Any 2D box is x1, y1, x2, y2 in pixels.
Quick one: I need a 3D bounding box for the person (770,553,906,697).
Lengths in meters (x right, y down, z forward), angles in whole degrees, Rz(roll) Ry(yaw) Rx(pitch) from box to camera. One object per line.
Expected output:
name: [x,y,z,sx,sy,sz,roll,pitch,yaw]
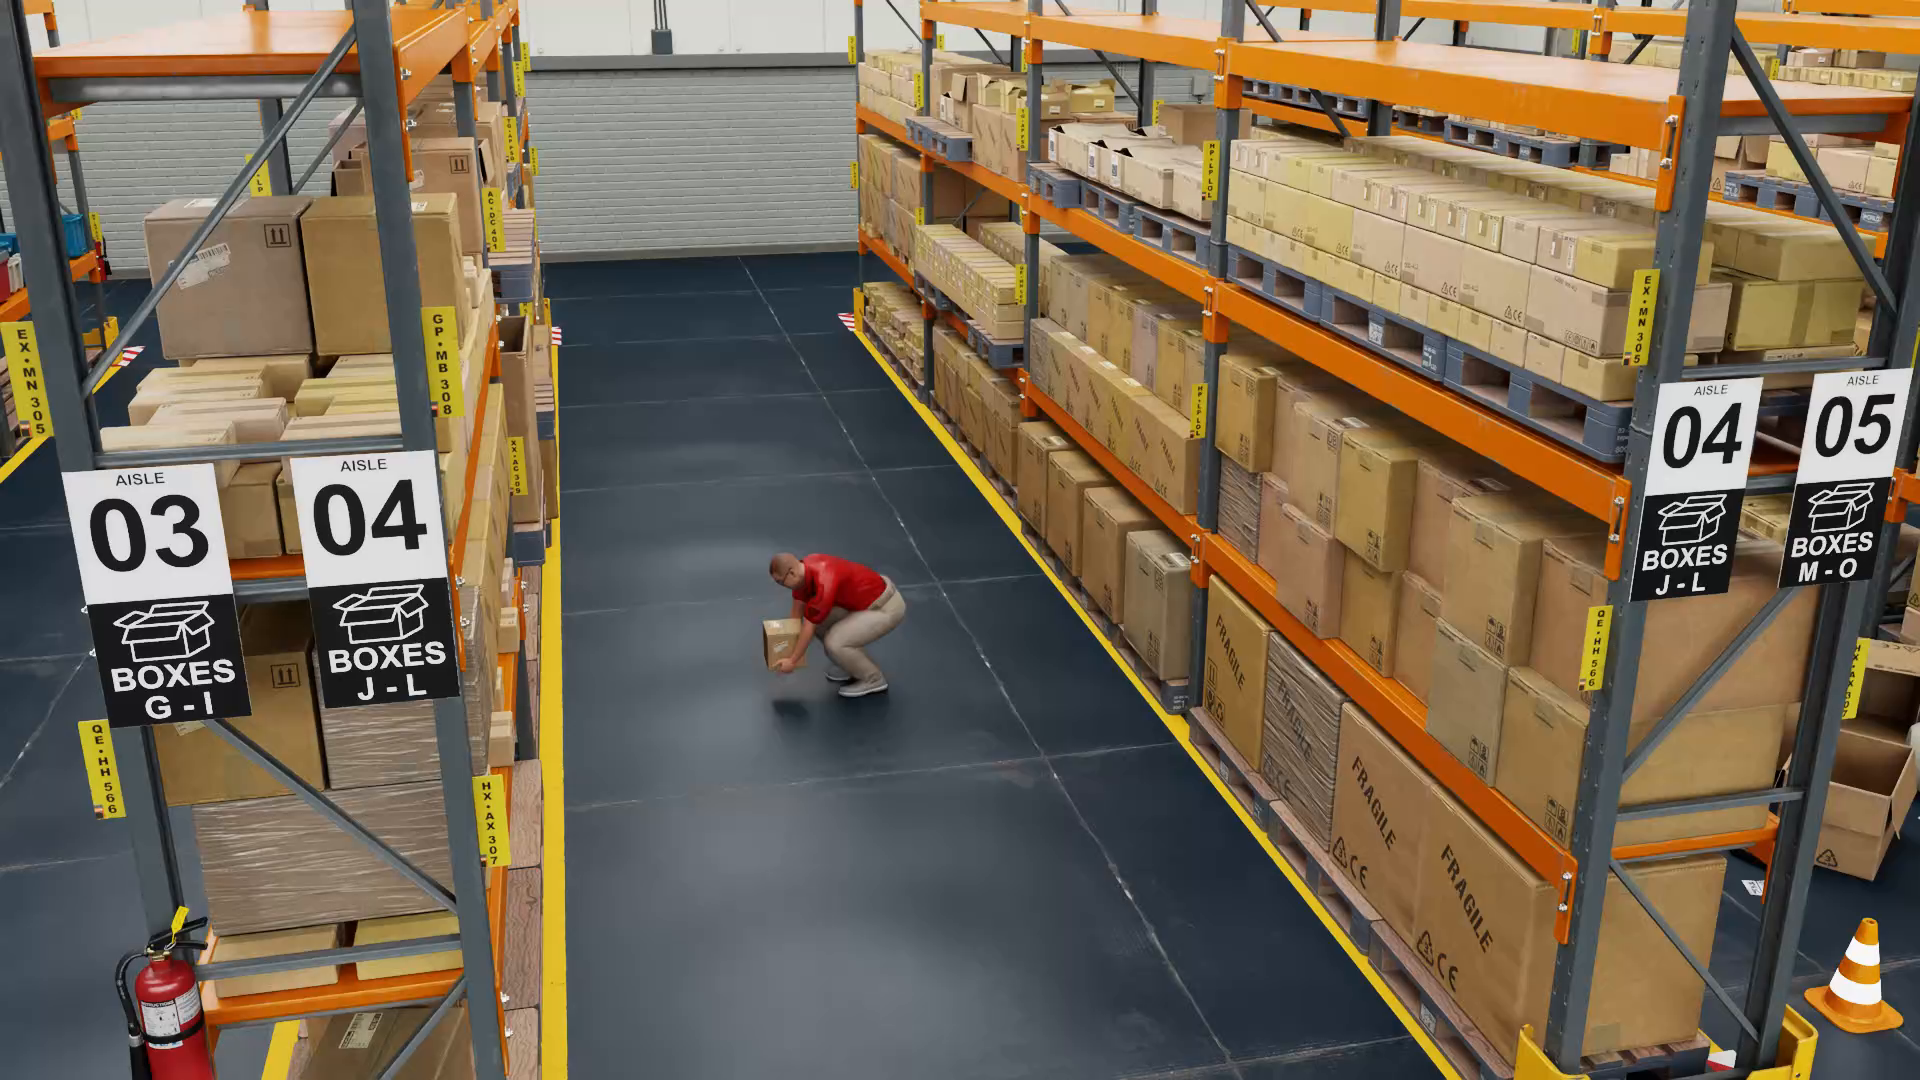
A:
person: [-0.799,0.506,10.799,0.895,0.982,0.524,-5,20,-14]
